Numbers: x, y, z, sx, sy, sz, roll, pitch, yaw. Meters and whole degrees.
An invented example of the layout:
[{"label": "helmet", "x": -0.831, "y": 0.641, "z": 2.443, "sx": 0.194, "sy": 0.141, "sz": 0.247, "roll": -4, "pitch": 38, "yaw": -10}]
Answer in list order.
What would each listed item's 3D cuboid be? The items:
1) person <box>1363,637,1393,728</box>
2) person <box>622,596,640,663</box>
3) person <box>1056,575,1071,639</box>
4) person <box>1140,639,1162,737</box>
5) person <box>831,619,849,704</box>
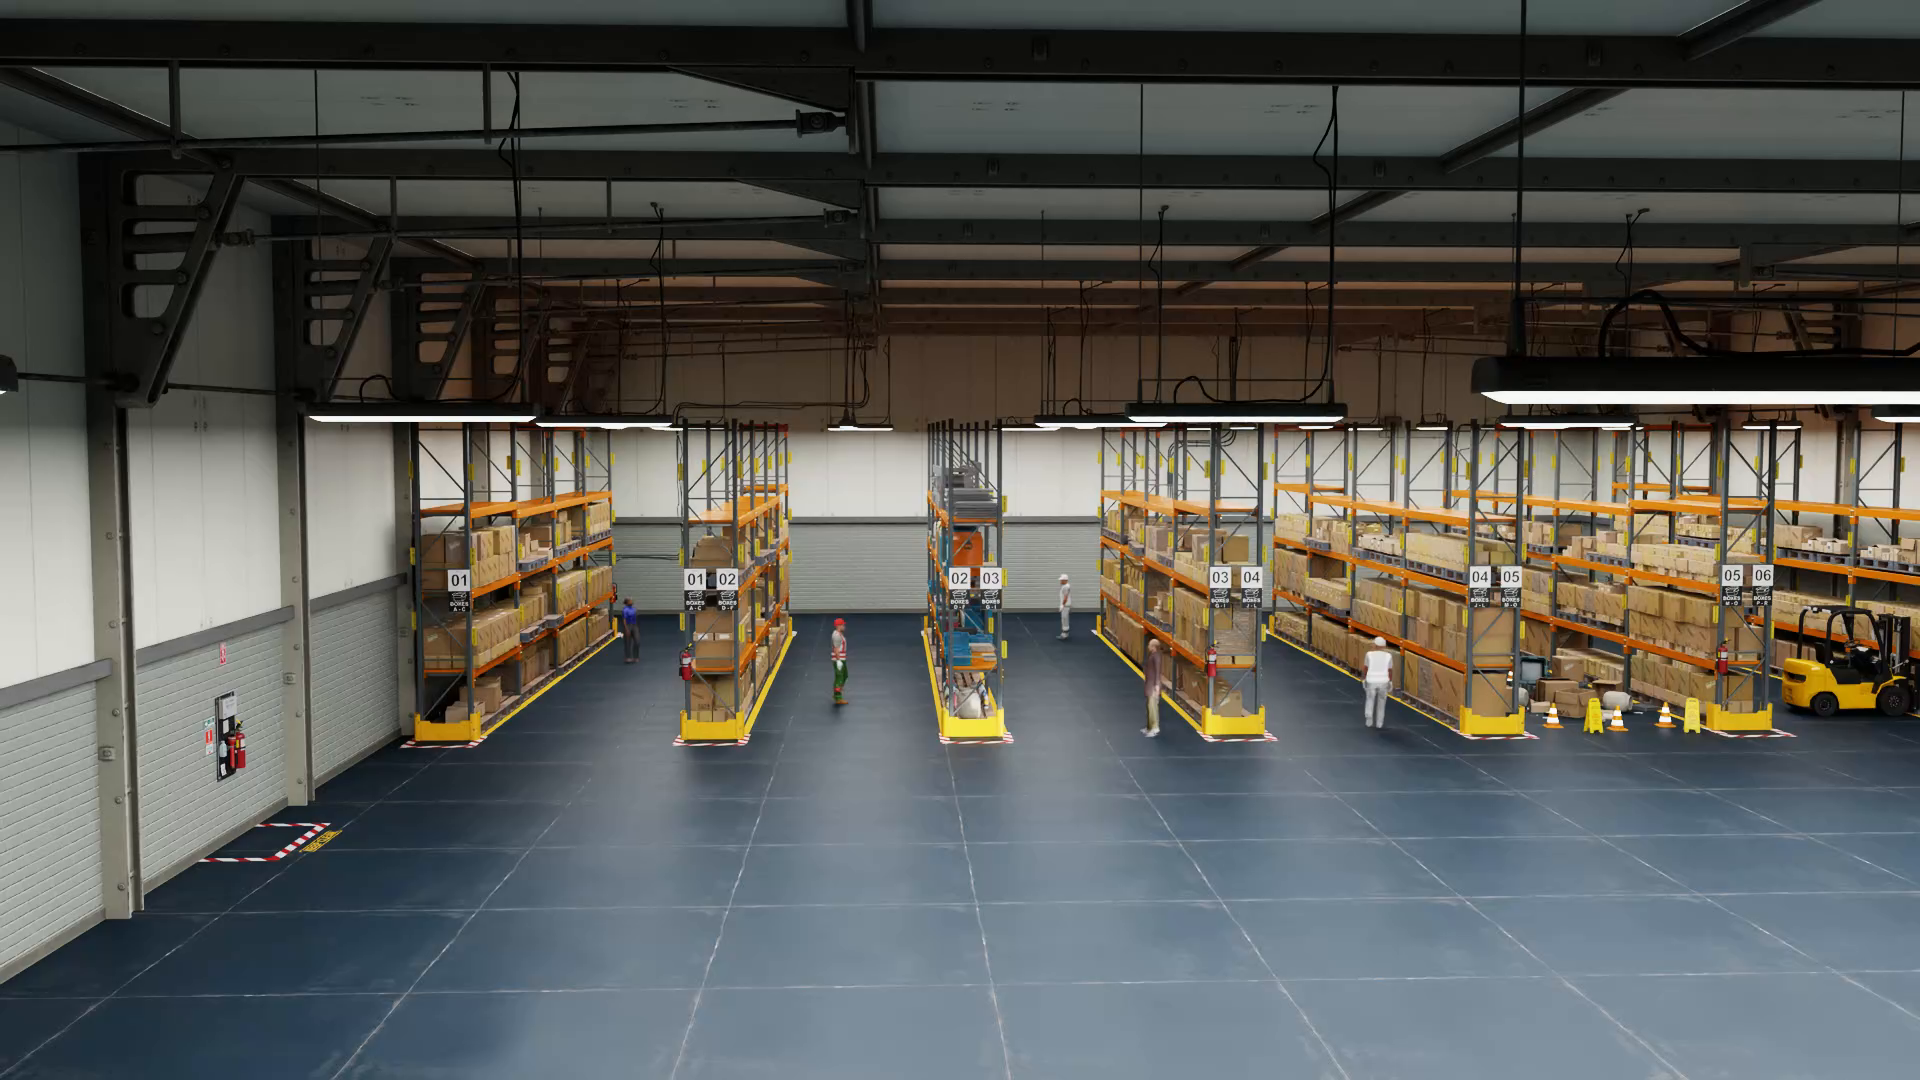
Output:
[{"label": "person", "x": 8.087, "y": 2.762, "z": 32.183, "sx": 0.554, "sy": 1.777, "sz": 0.670, "roll": 2, "pitch": 4, "yaw": 26}, {"label": "person", "x": -8.255, "y": 2.269, "z": 41.664, "sx": 0.475, "sy": 1.714, "sz": 0.406, "roll": -3, "pitch": 5, "yaw": -41}, {"label": "person", "x": 2.878, "y": 1.859, "z": 46.270, "sx": 0.400, "sy": 1.797, "sz": 0.558, "roll": 0, "pitch": 4, "yaw": 0}, {"label": "person", "x": 3.644, "y": 2.864, "z": 31.708, "sx": 0.398, "sy": 1.720, "sz": 0.715, "roll": 0, "pitch": 4, "yaw": 1}, {"label": "person", "x": -2.549, "y": 2.598, "z": 35.319, "sx": 0.381, "sy": 1.859, "sz": 0.625, "roll": 0, "pitch": 4, "yaw": 0}]
